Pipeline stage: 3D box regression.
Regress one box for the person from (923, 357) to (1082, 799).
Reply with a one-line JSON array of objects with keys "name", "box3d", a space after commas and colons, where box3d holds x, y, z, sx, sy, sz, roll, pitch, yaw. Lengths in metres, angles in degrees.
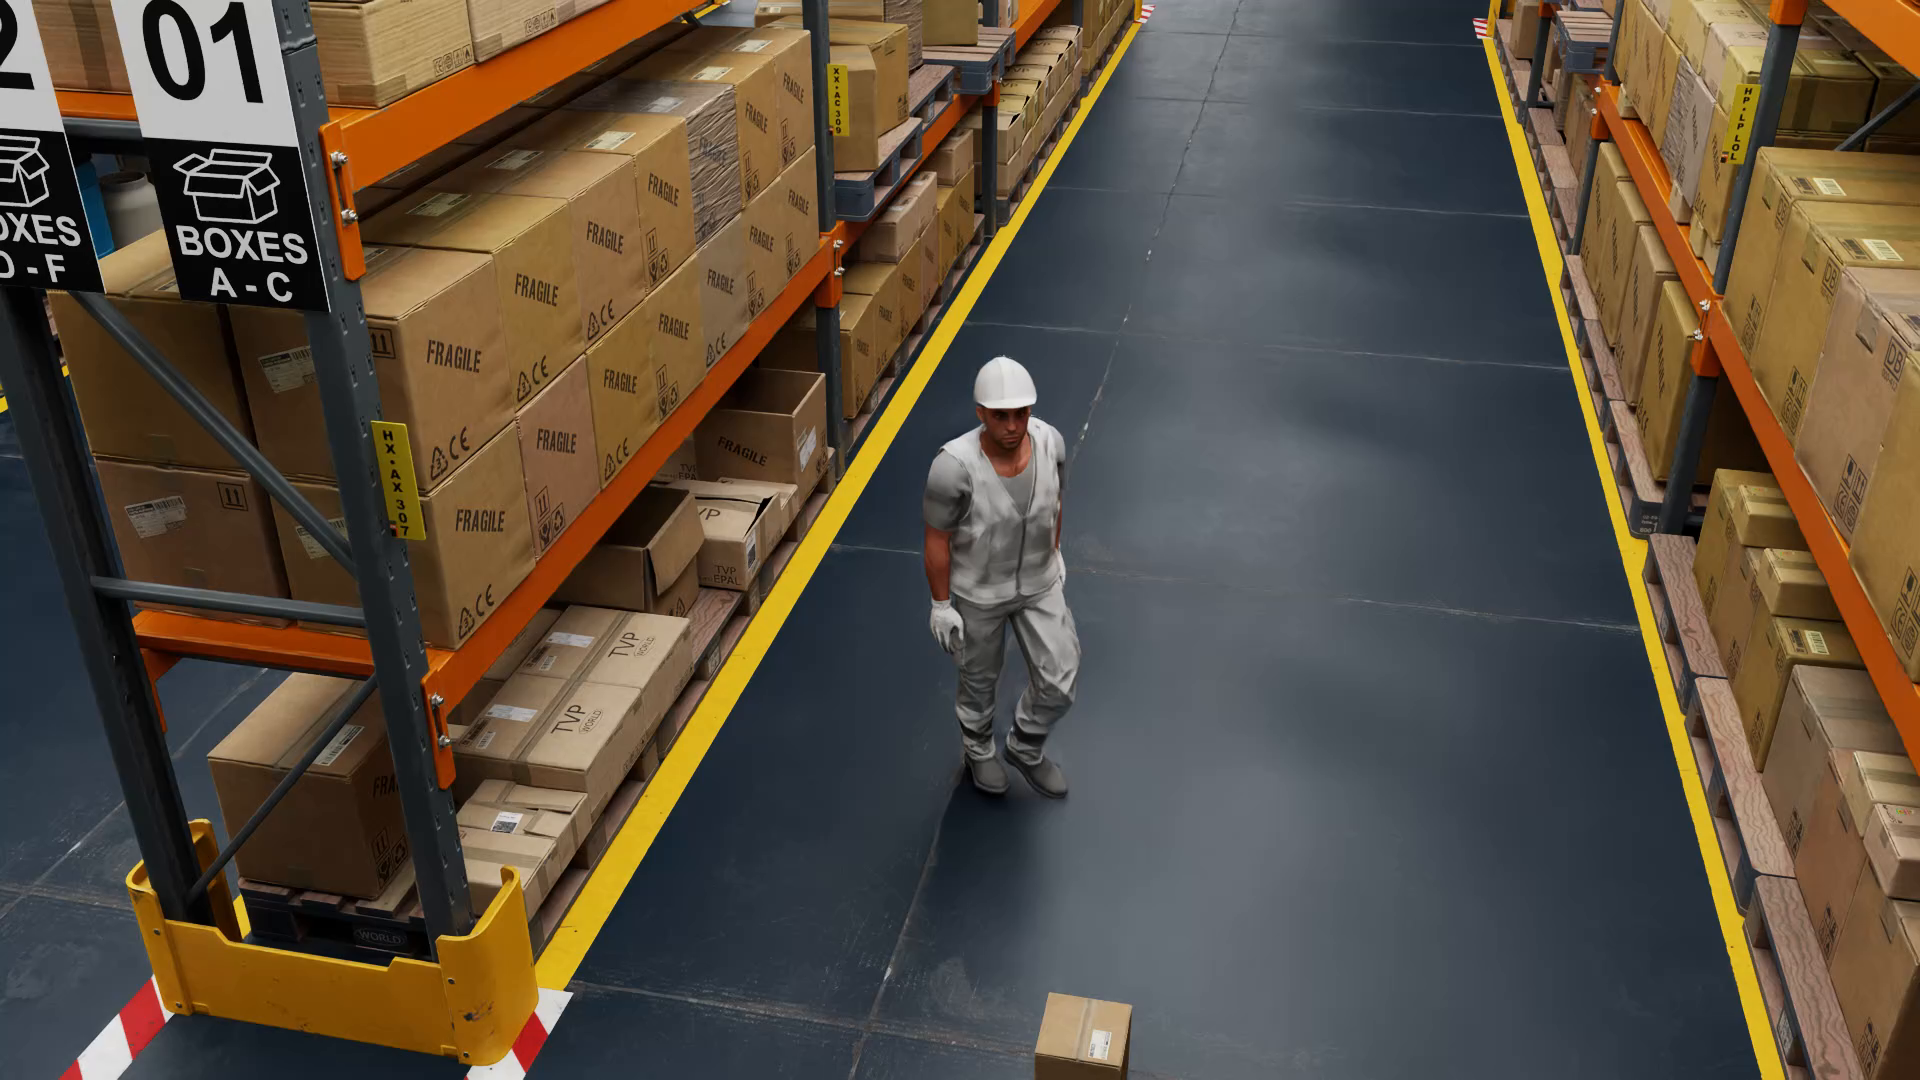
[{"name": "person", "box3d": [0.143, 0.160, 5.763, 0.579, 1.765, 0.523, -10, 30, -18]}]
